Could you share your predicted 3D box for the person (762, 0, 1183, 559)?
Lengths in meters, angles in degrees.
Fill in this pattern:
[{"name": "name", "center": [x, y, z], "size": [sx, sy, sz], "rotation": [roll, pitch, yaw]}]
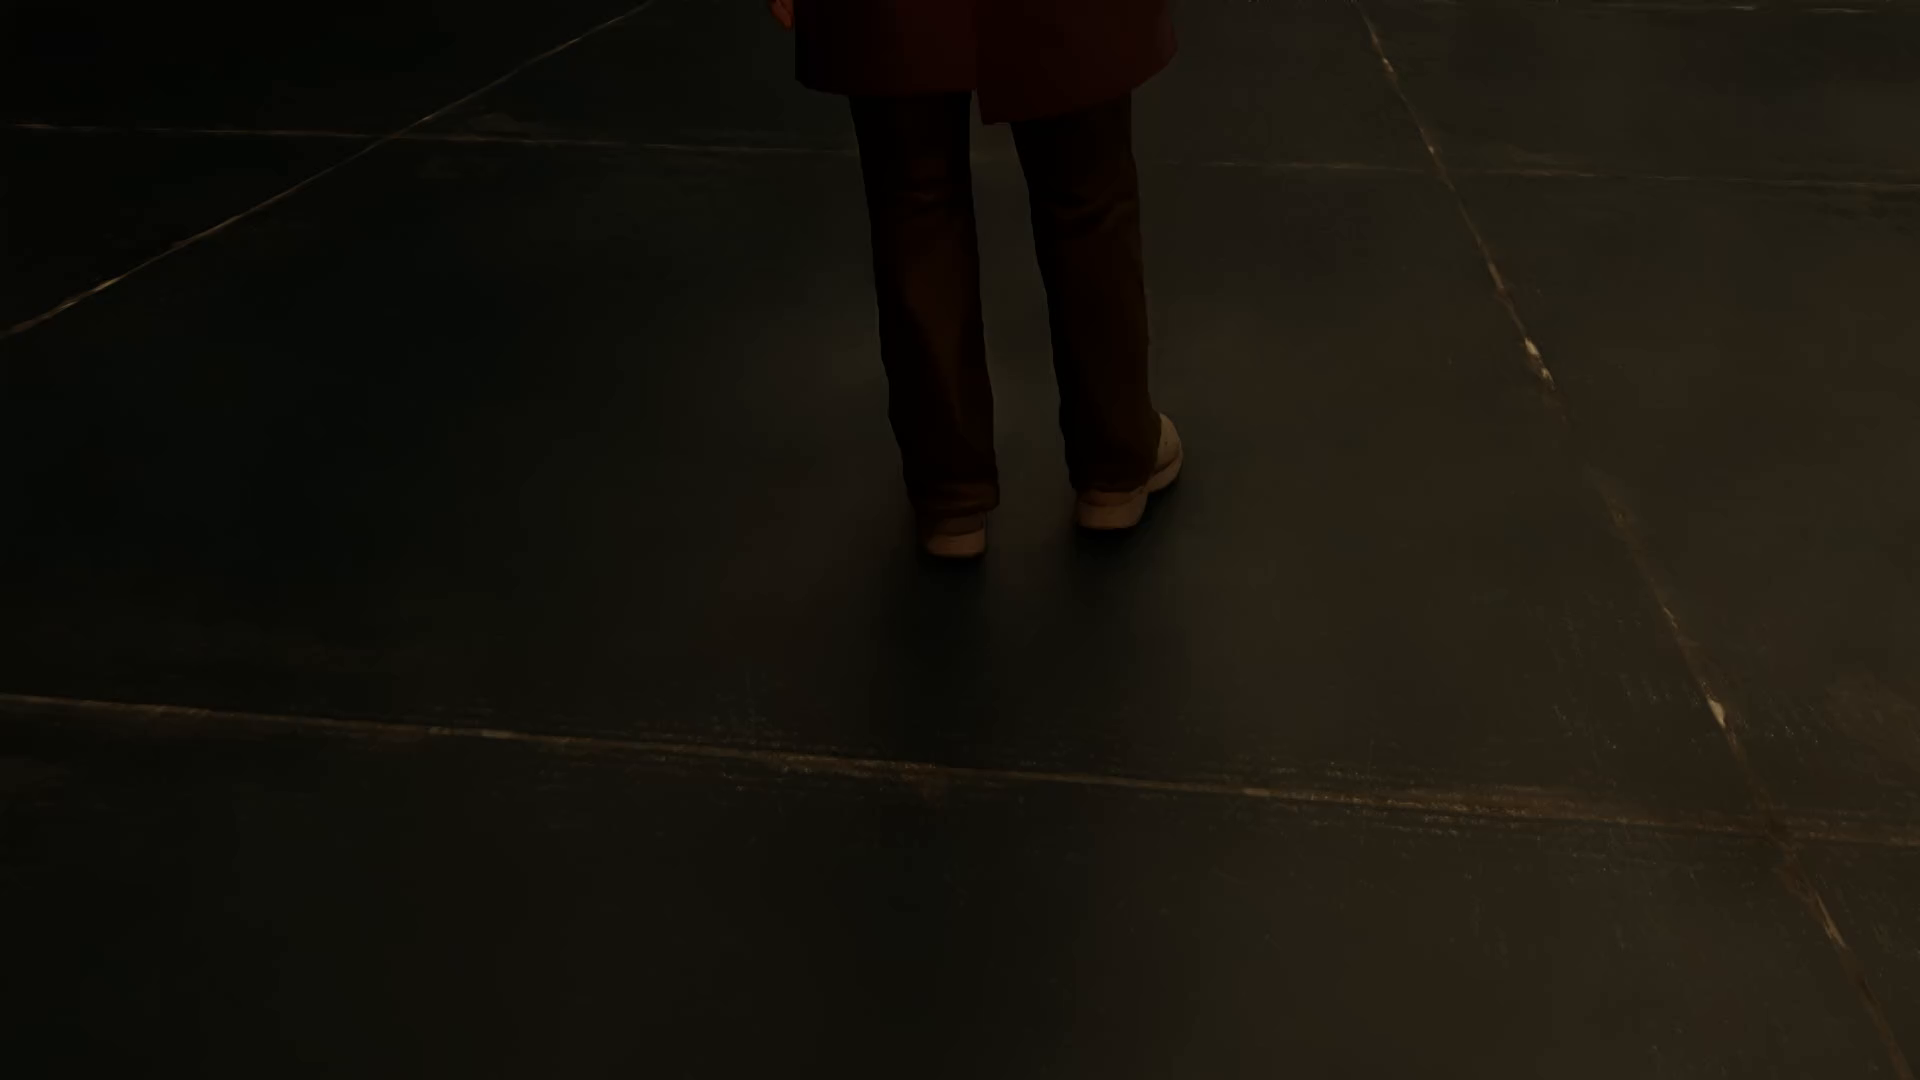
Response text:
[{"name": "person", "center": [0.017, -0.842, 2.180], "size": [0.694, 1.776, 0.580], "rotation": [3, 27, 7]}]
